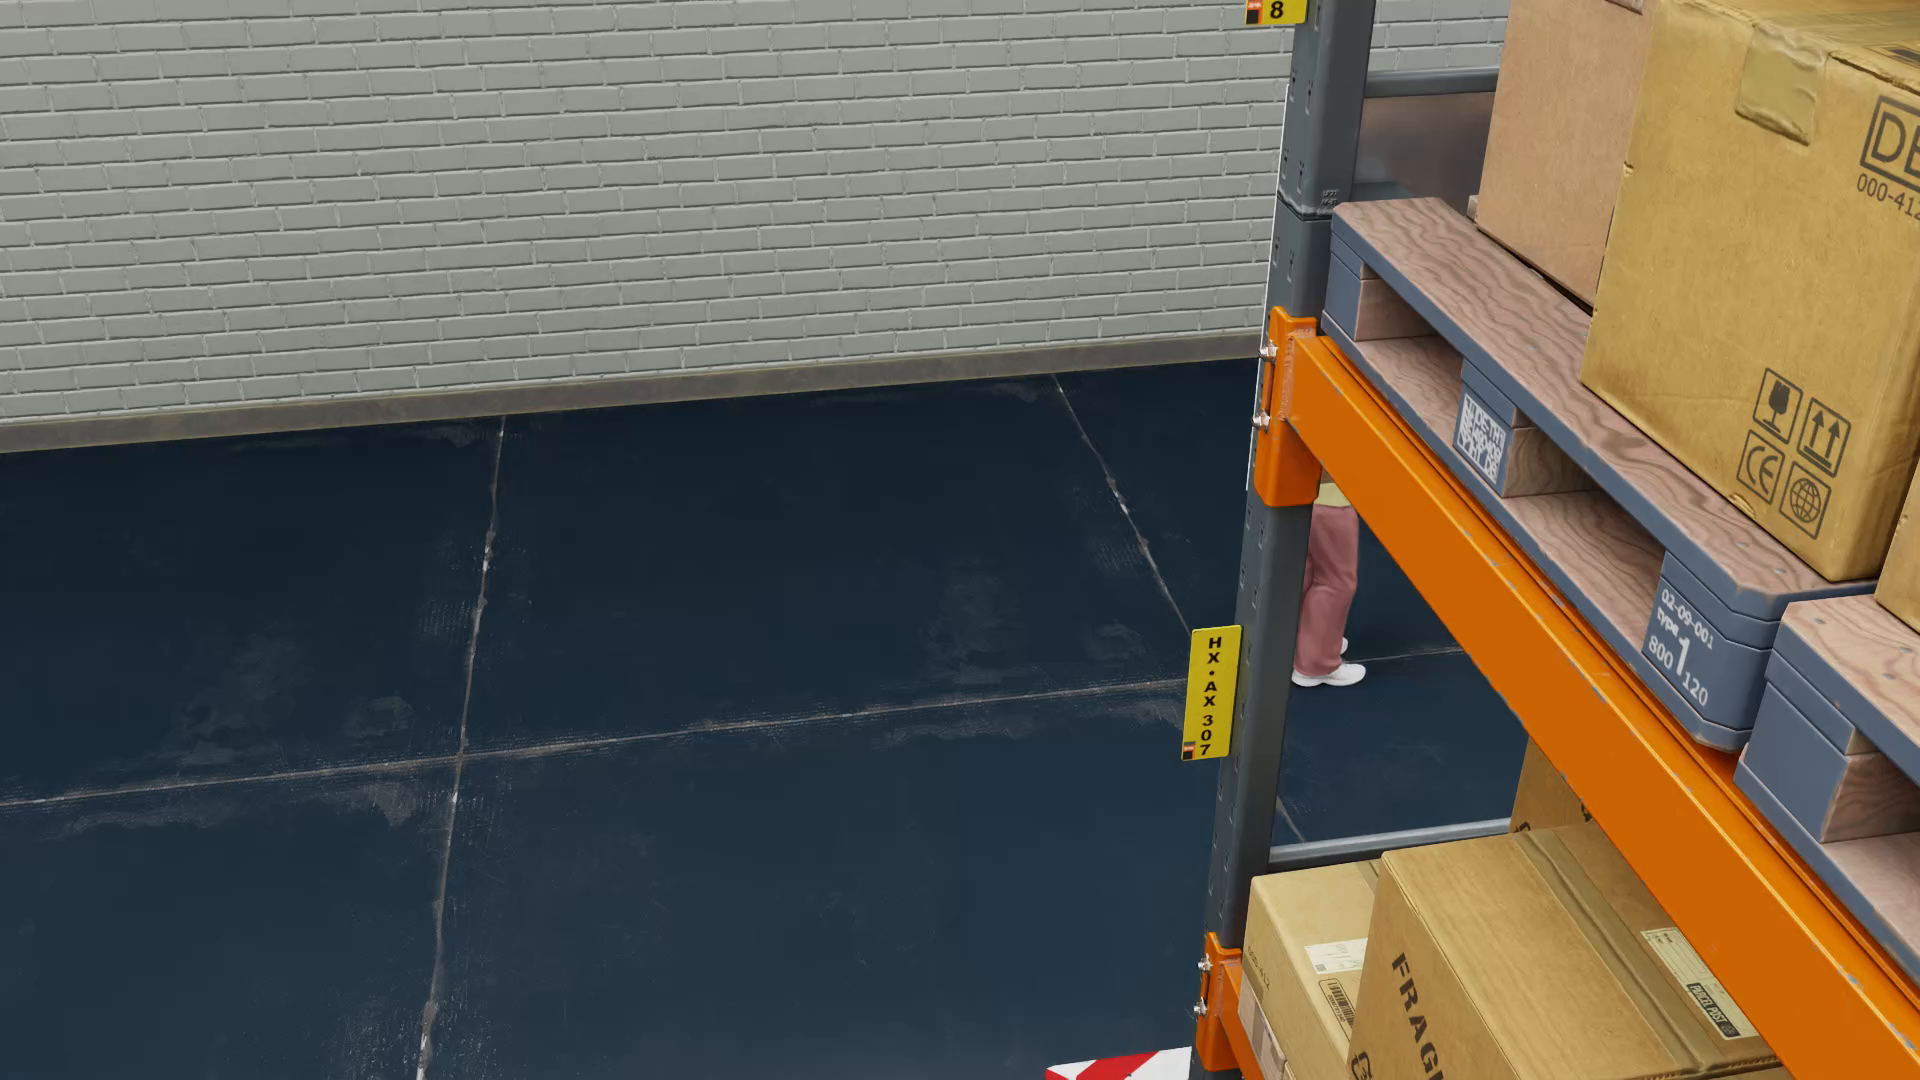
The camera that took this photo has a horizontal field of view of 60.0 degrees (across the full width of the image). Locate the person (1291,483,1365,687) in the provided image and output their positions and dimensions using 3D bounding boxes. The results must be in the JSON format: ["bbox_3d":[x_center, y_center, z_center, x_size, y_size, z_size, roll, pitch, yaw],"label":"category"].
[{"bbox_3d":[1.466,-0.190,6.465,0.549,1.665,0.426,-5,31,-8],"label":"person"}]
